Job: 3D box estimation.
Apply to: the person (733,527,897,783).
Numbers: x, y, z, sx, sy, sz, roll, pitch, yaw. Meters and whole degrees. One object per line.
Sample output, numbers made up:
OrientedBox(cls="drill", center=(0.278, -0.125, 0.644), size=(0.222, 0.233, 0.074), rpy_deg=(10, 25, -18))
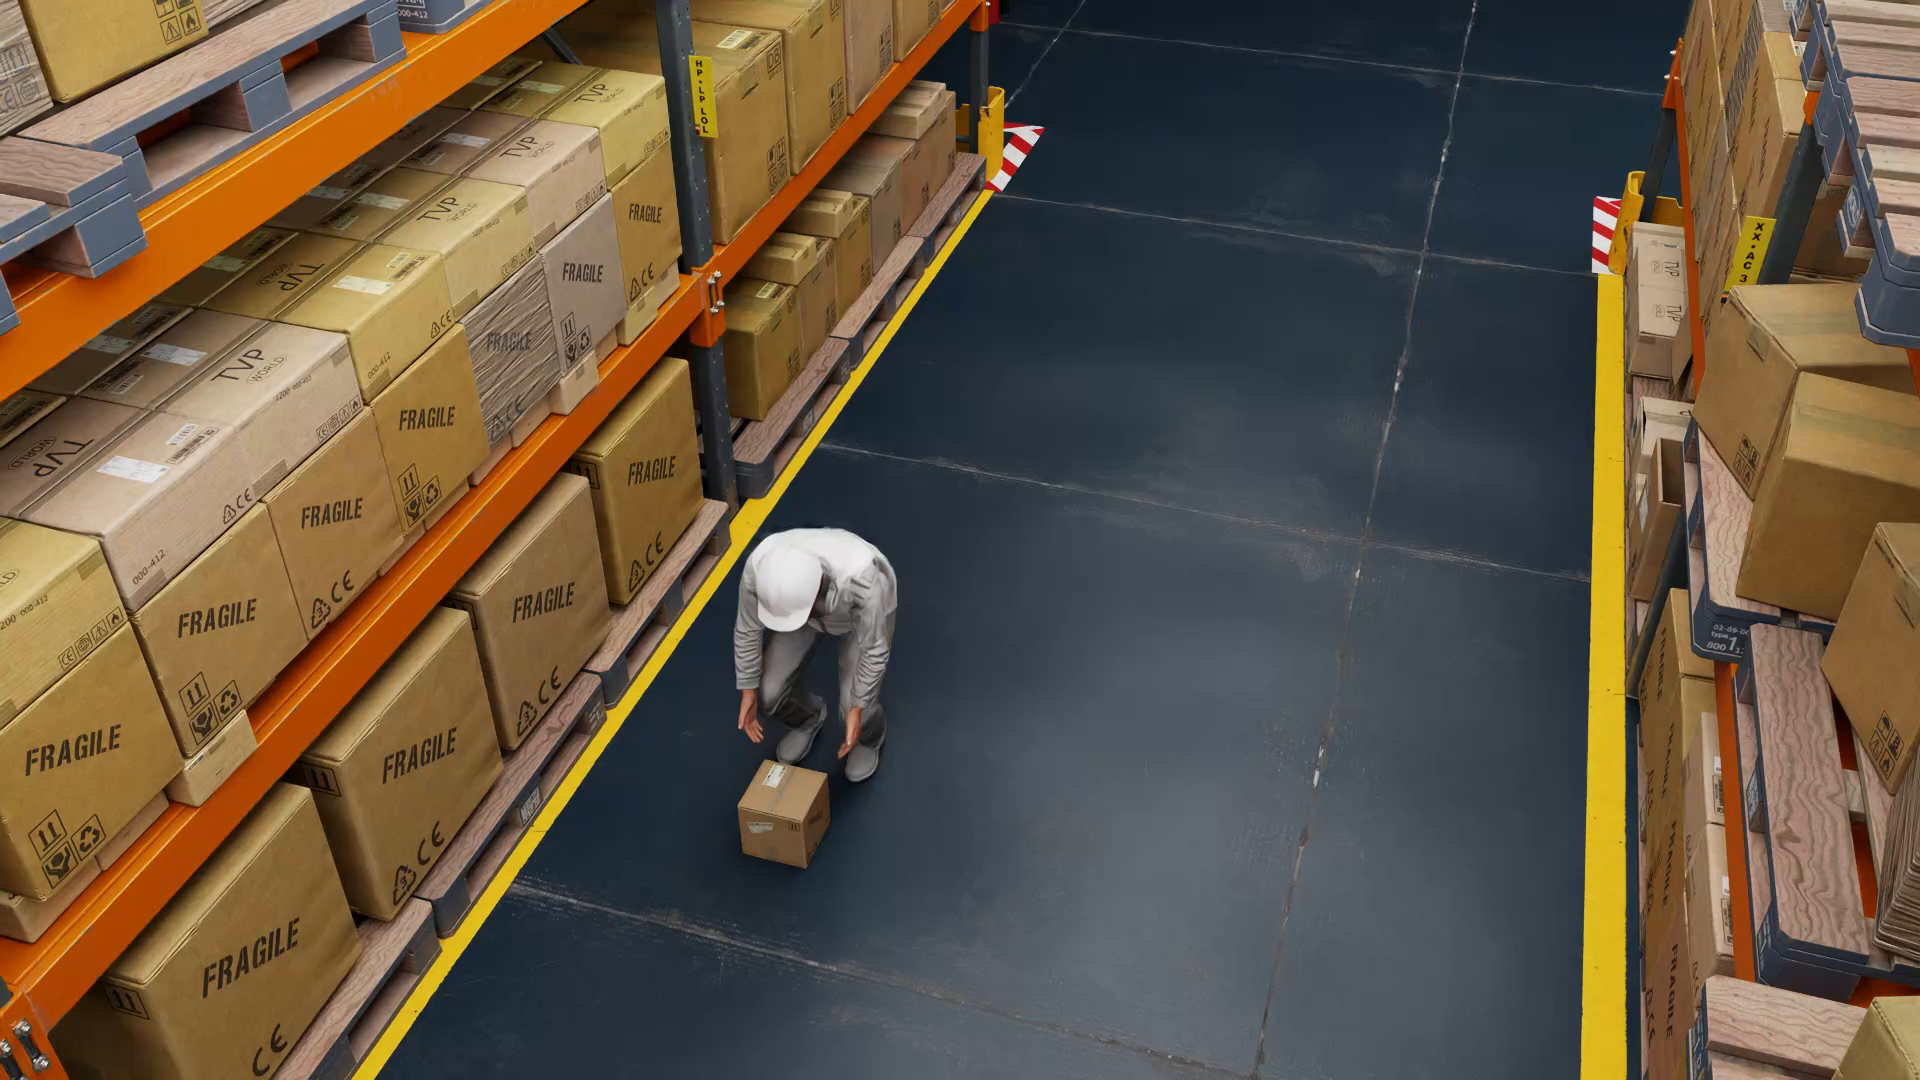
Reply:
OrientedBox(cls="person", center=(-0.488, 0.374, 6.052), size=(0.581, 1.268, 0.834), rpy_deg=(12, 38, 15))
